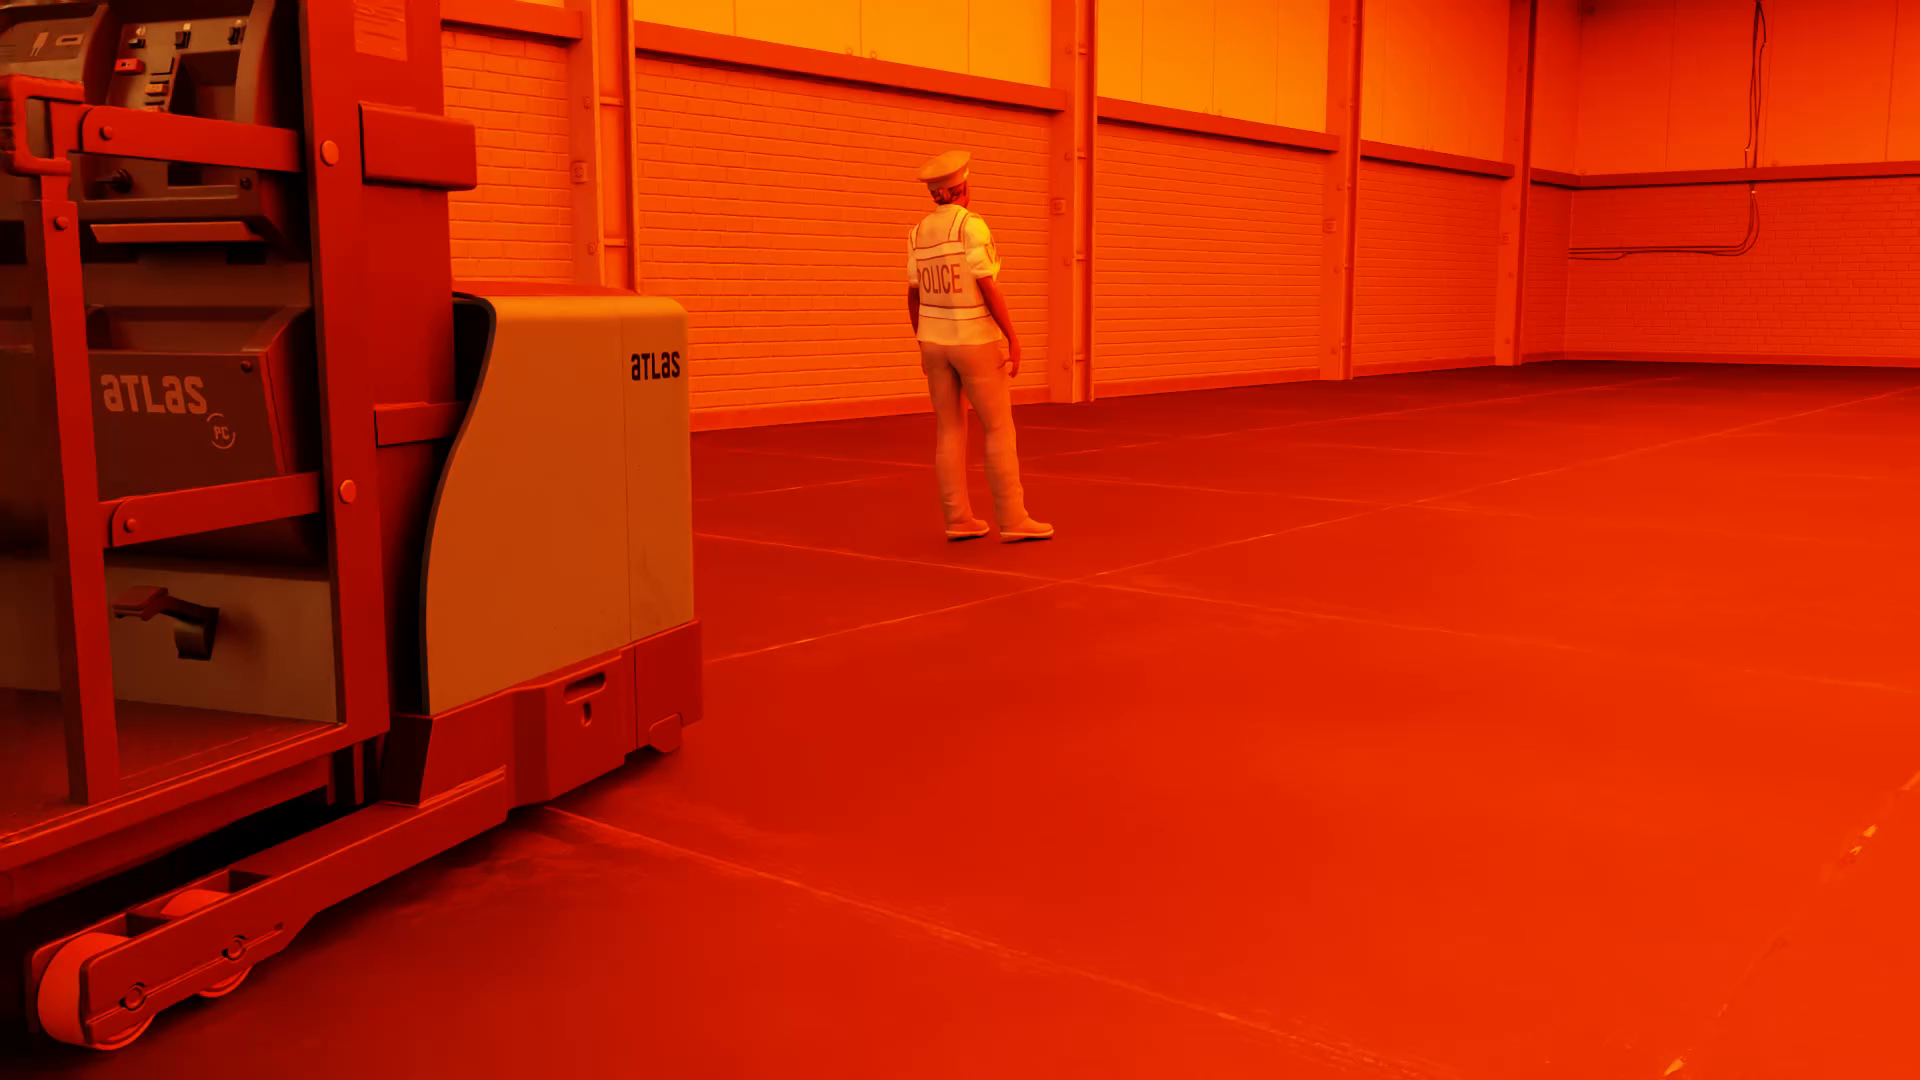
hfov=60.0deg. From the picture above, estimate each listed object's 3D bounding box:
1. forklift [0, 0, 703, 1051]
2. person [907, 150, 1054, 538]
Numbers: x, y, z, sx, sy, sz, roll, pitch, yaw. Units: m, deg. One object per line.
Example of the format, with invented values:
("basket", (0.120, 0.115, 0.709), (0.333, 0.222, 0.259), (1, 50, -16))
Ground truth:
("forklift", (-1.608, -0.783, 2.635), (1.130, 2.935, 3.031), (3, 9, 20))
("person", (0.063, -0.852, 7.326), (0.569, 1.695, 0.530), (7, 11, 38))
